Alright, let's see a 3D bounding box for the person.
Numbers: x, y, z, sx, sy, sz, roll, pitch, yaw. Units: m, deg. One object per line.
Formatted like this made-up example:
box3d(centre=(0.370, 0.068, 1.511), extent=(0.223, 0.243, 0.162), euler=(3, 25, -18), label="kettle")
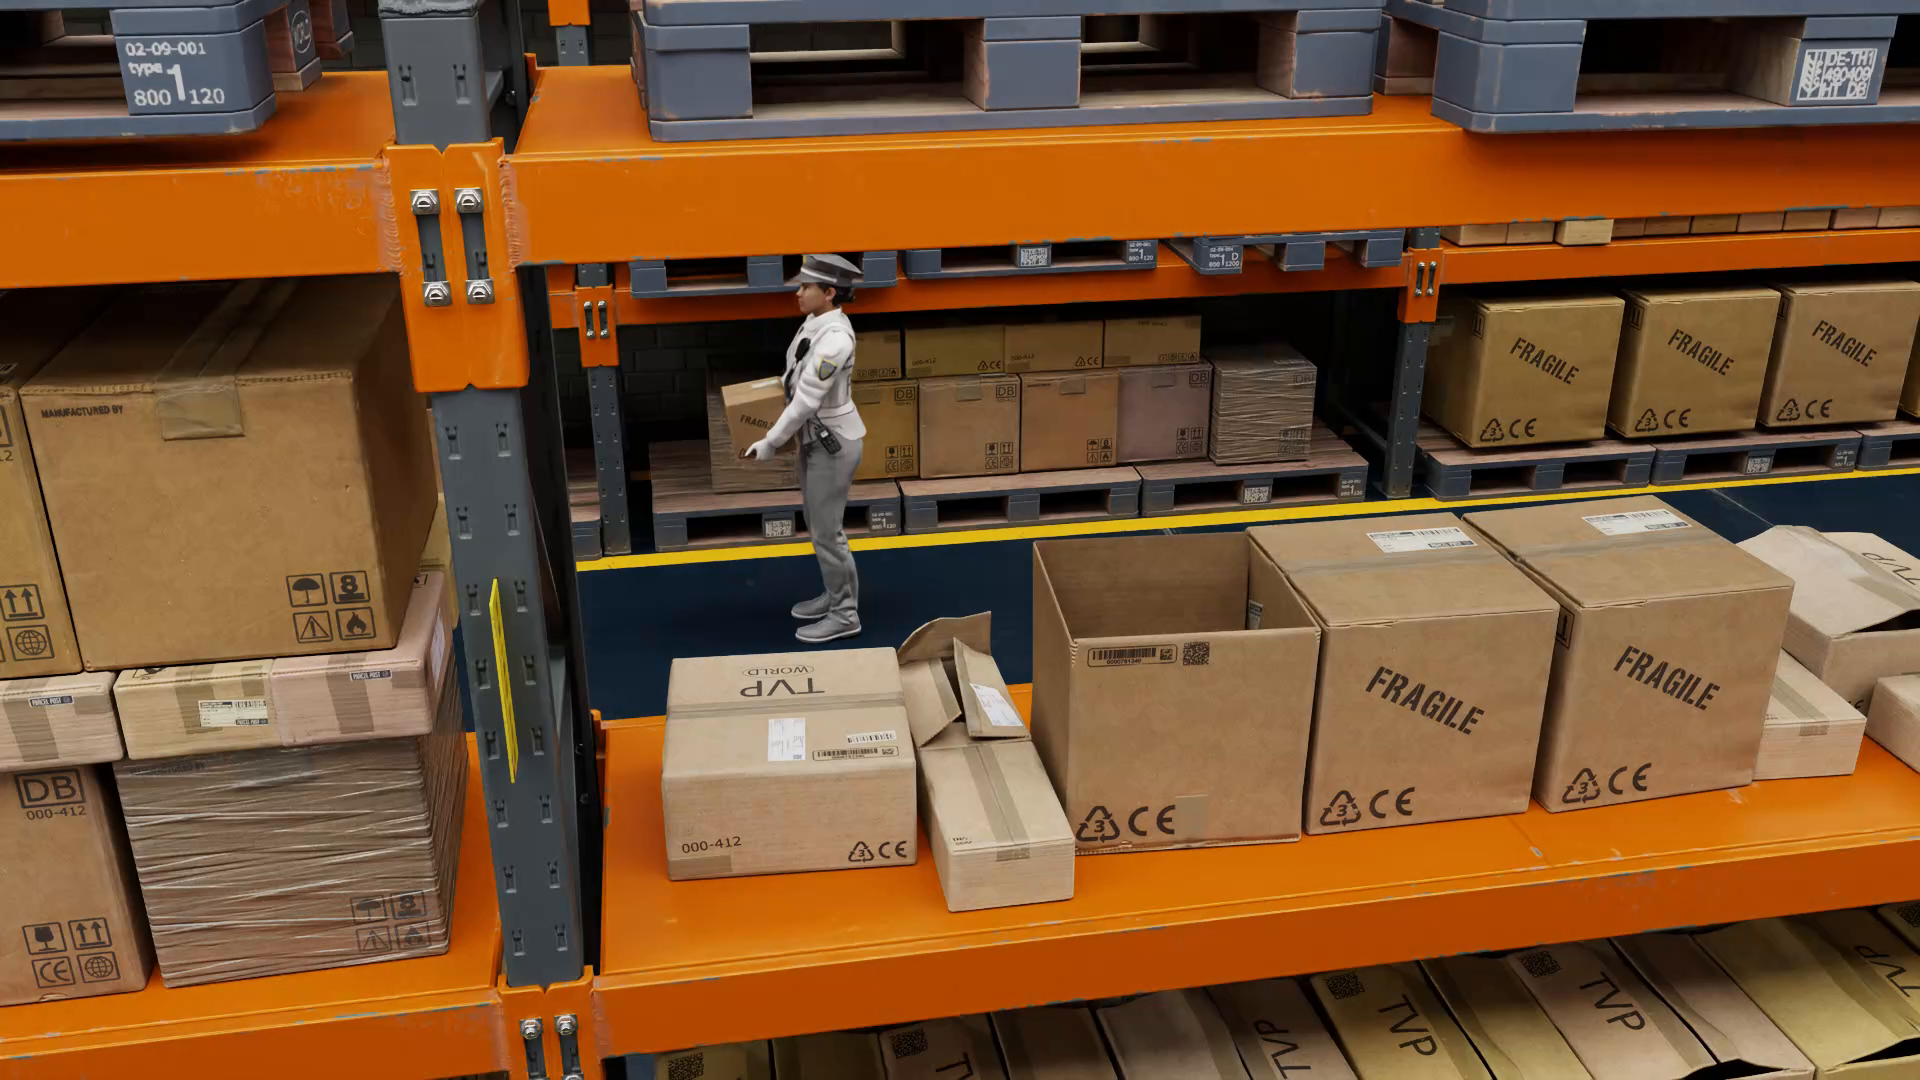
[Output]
box3d(centre=(-0.653, -0.392, 6.976), extent=(0.515, 1.691, 0.434), euler=(-5, 24, -10), label="person")
